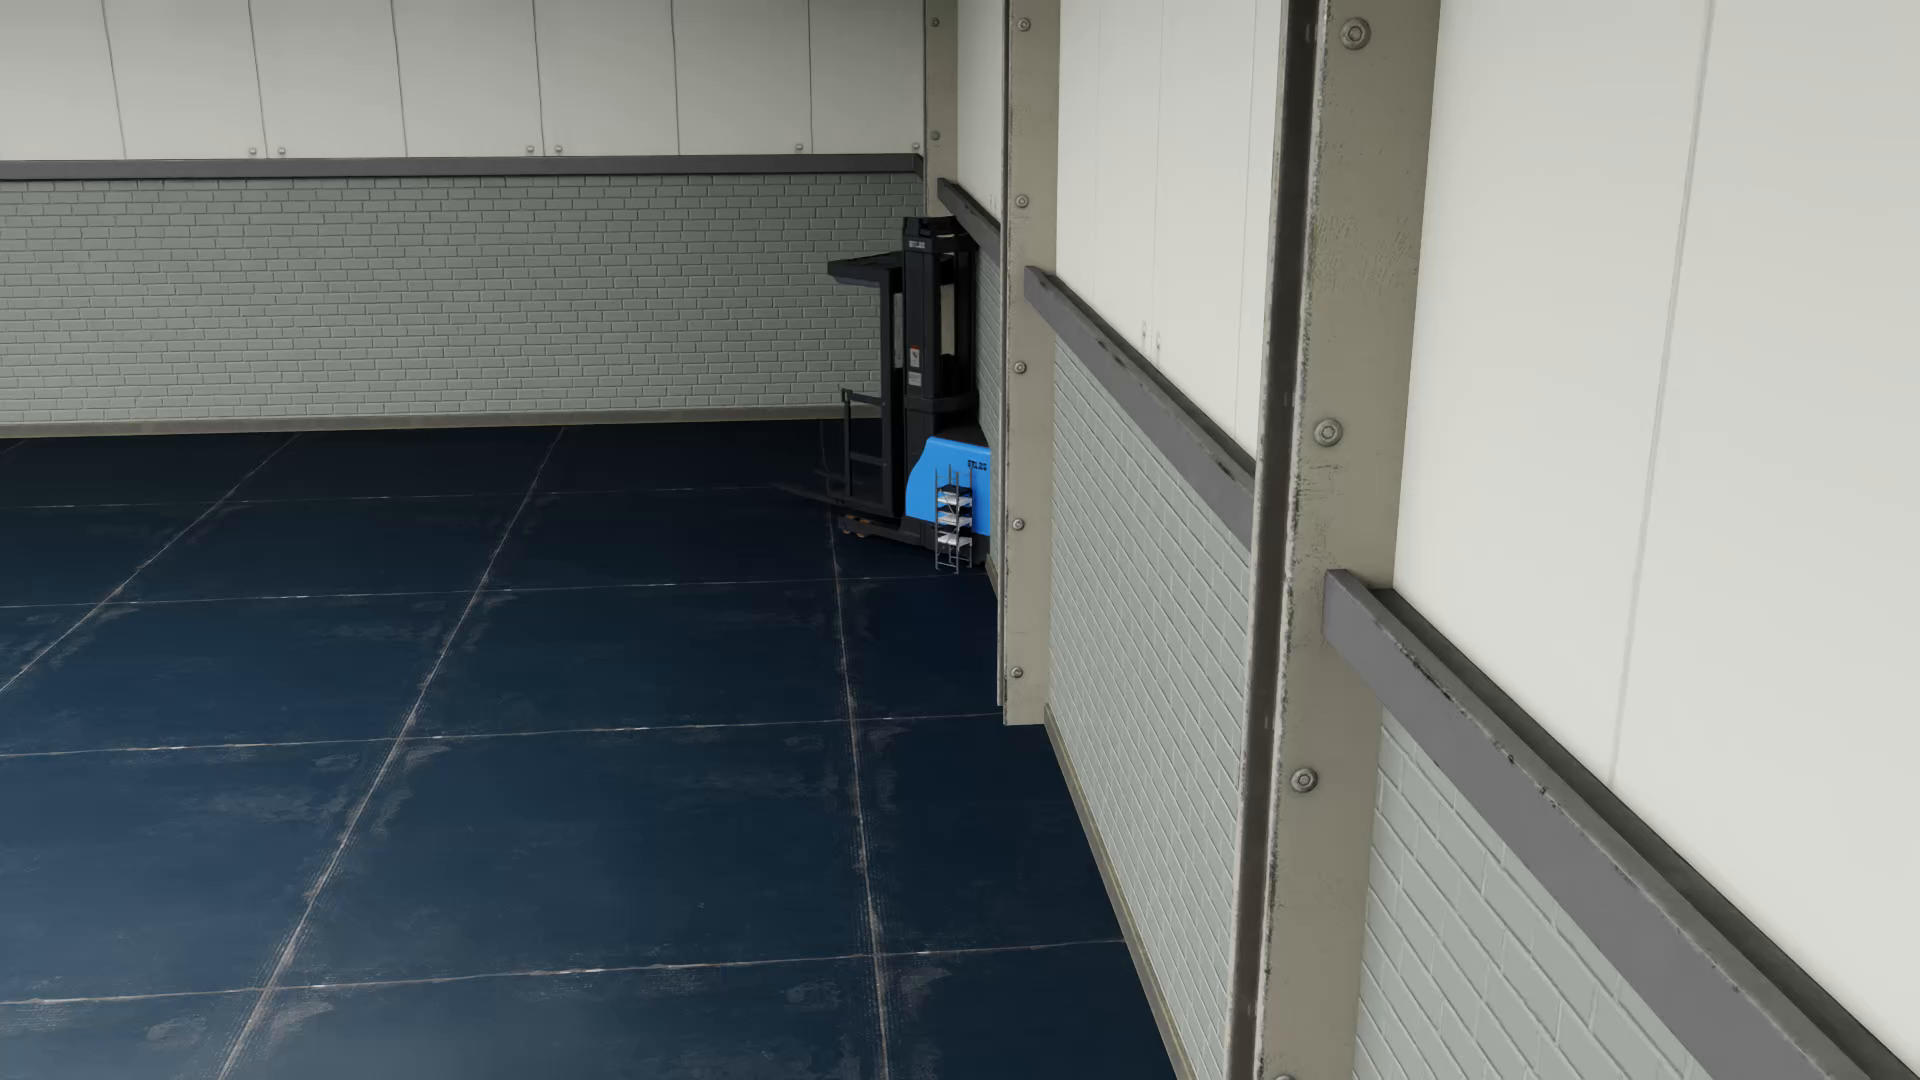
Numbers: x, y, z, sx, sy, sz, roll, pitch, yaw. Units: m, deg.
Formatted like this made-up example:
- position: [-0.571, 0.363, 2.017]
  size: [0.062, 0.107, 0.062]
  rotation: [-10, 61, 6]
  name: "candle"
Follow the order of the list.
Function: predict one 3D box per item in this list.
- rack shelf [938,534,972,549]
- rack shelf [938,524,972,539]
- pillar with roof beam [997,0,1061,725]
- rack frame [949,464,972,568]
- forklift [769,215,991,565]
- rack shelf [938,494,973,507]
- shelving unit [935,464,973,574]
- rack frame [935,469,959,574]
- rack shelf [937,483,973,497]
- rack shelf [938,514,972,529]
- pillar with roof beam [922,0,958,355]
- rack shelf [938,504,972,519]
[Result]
- position: [-0.055, 0.020, 14.395]
  size: [0.258, 0.077, 0.200]
  rotation: [12, 21, 33]
  name: "rack shelf"
- position: [-0.055, -0.066, 14.368]
  size: [0.258, 0.077, 0.200]
  rotation: [12, 21, 33]
  name: "rack shelf"
- position: [-3.849, -2.970, 9.685]
  size: [9.100, 9.000, 0.400]
  rotation: [-2, 18, -6]
  name: "pillar with roof beam"
- position: [0.003, -0.208, 14.411]
  size: [0.240, 0.900, 0.006]
  rotation: [12, 21, 33]
  name: "rack frame"
- position: [-0.501, -1.526, 15.218]
  size: [3.031, 2.935, 1.130]
  rotation: [14, 22, 38]
  name: "forklift"
- position: [-0.055, -0.323, 14.287]
  size: [0.258, 0.077, 0.200]
  rotation: [12, 21, 33]
  name: "rack shelf"
- position: [-0.055, -0.183, 14.331]
  size: [0.258, 0.900, 0.210]
  rotation: [12, 21, 33]
  name: "shelving unit"
- position: [-0.112, -0.158, 14.251]
  size: [0.240, 0.900, 0.006]
  rotation: [12, 21, 33]
  name: "rack frame"
- position: [-0.055, -0.409, 14.260]
  size: [0.258, 0.077, 0.200]
  rotation: [12, 21, 33]
  name: "rack shelf"
- position: [-0.055, -0.151, 14.341]
  size: [0.258, 0.077, 0.200]
  rotation: [12, 21, 33]
  name: "rack shelf"
- position: [-4.468, -4.757, 15.379]
  size: [9.100, 9.000, 0.400]
  rotation: [-2, 18, -6]
  name: "pillar with roof beam"
- position: [-0.055, -0.237, 14.314]
  size: [0.258, 0.077, 0.200]
  rotation: [12, 21, 33]
  name: "rack shelf"
